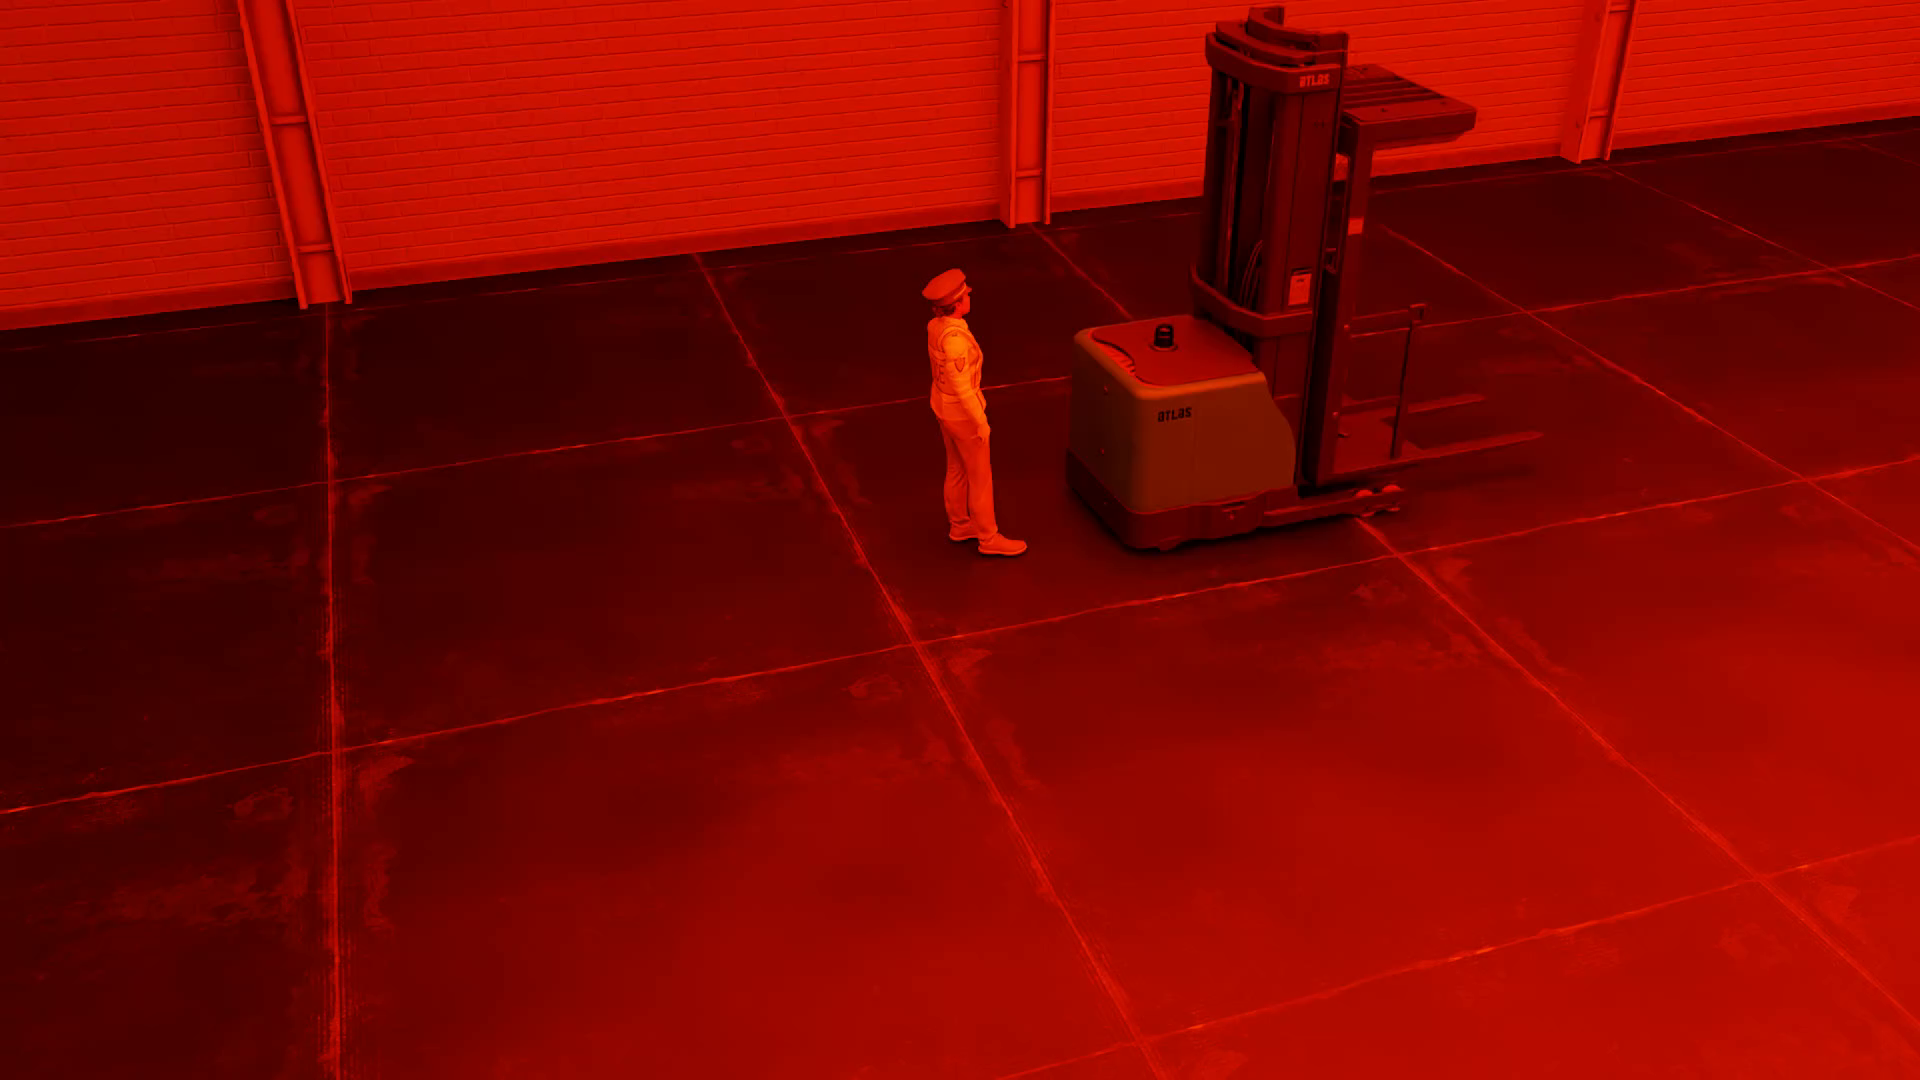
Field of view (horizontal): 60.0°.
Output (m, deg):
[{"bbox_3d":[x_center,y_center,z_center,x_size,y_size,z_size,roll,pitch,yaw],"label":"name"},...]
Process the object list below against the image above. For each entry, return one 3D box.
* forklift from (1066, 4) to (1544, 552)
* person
[{"bbox_3d":[2.244,-1.647,9.950,3.031,2.935,1.130,-10,32,-18],"label":"forklift"},{"bbox_3d":[0.067,-0.748,9.614,0.531,1.695,0.587,-10,31,-16],"label":"person"}]
